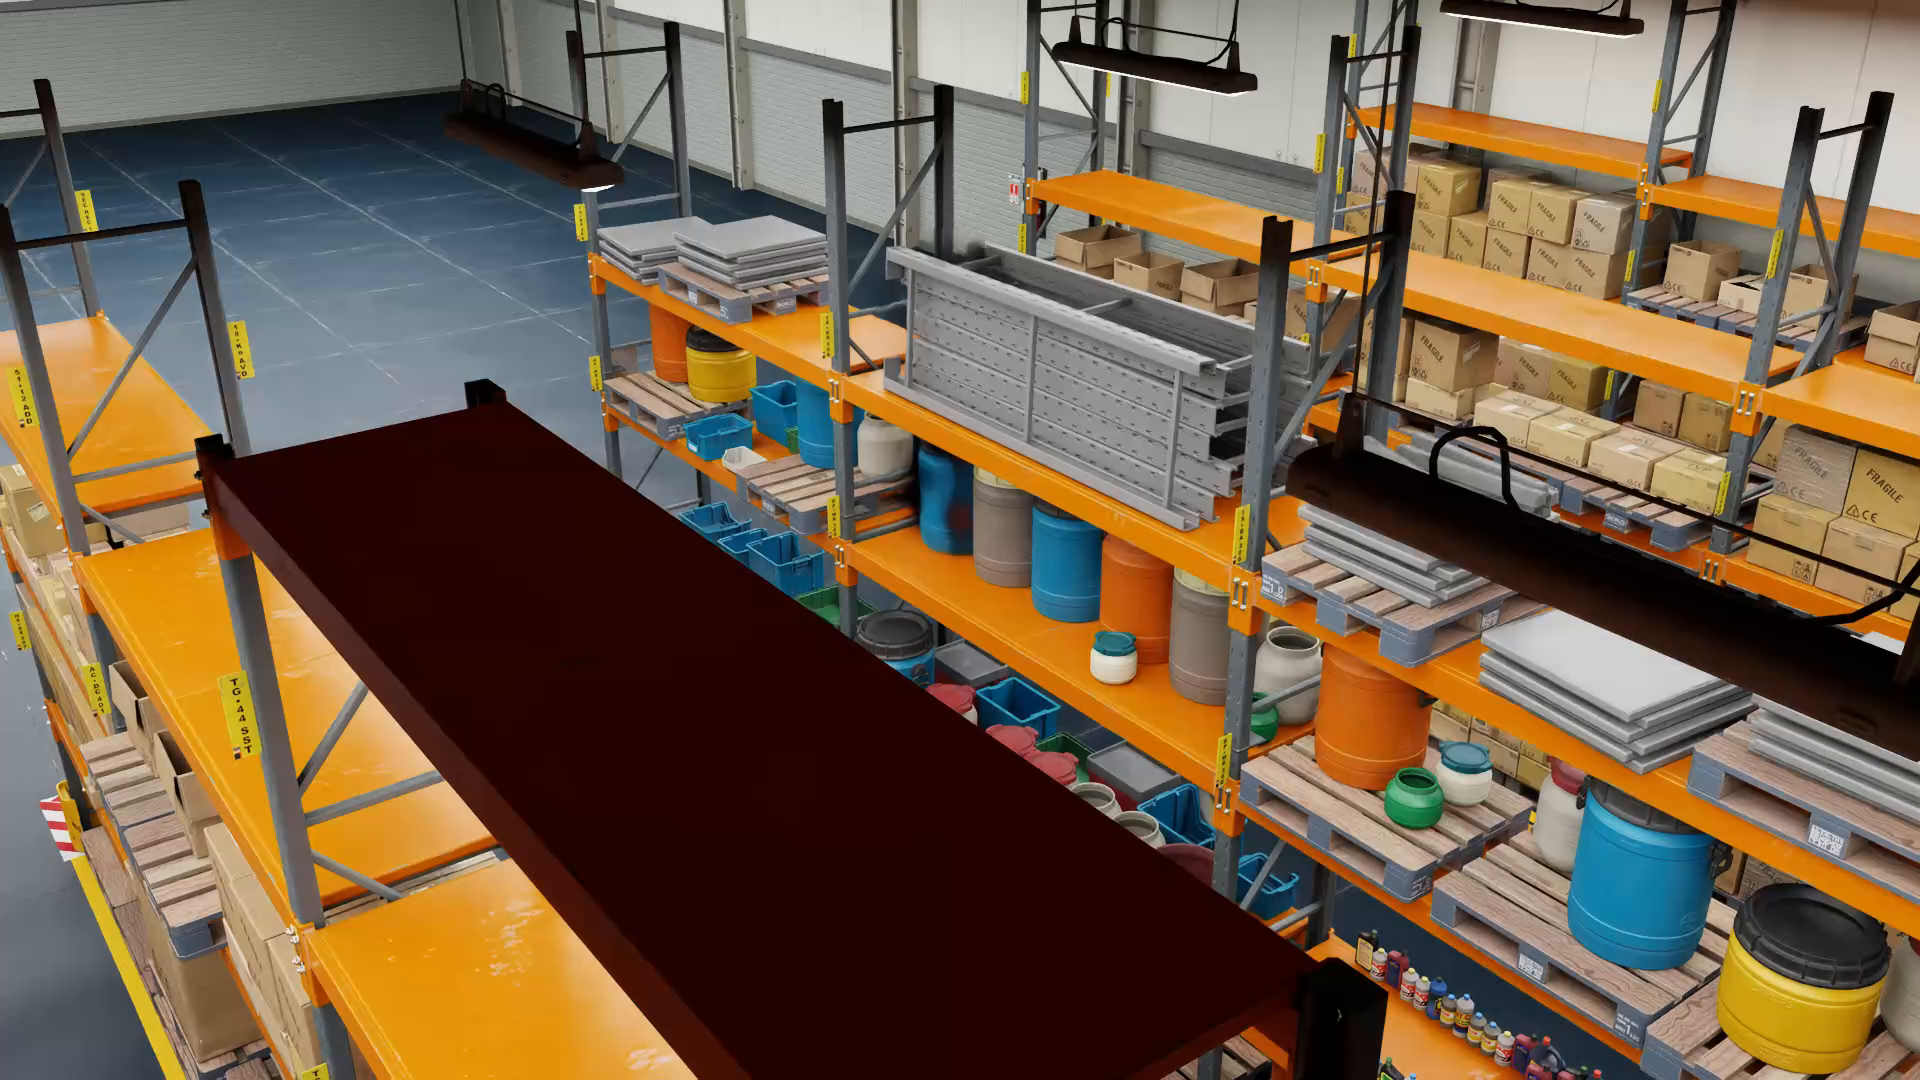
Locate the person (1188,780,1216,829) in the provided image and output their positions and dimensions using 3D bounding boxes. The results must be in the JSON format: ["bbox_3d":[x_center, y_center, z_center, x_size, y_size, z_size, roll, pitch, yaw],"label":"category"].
[{"bbox_3d":[1.798,1.714,13.264,0.531,1.751,0.820,-13,28,-27],"label":"person"}]
